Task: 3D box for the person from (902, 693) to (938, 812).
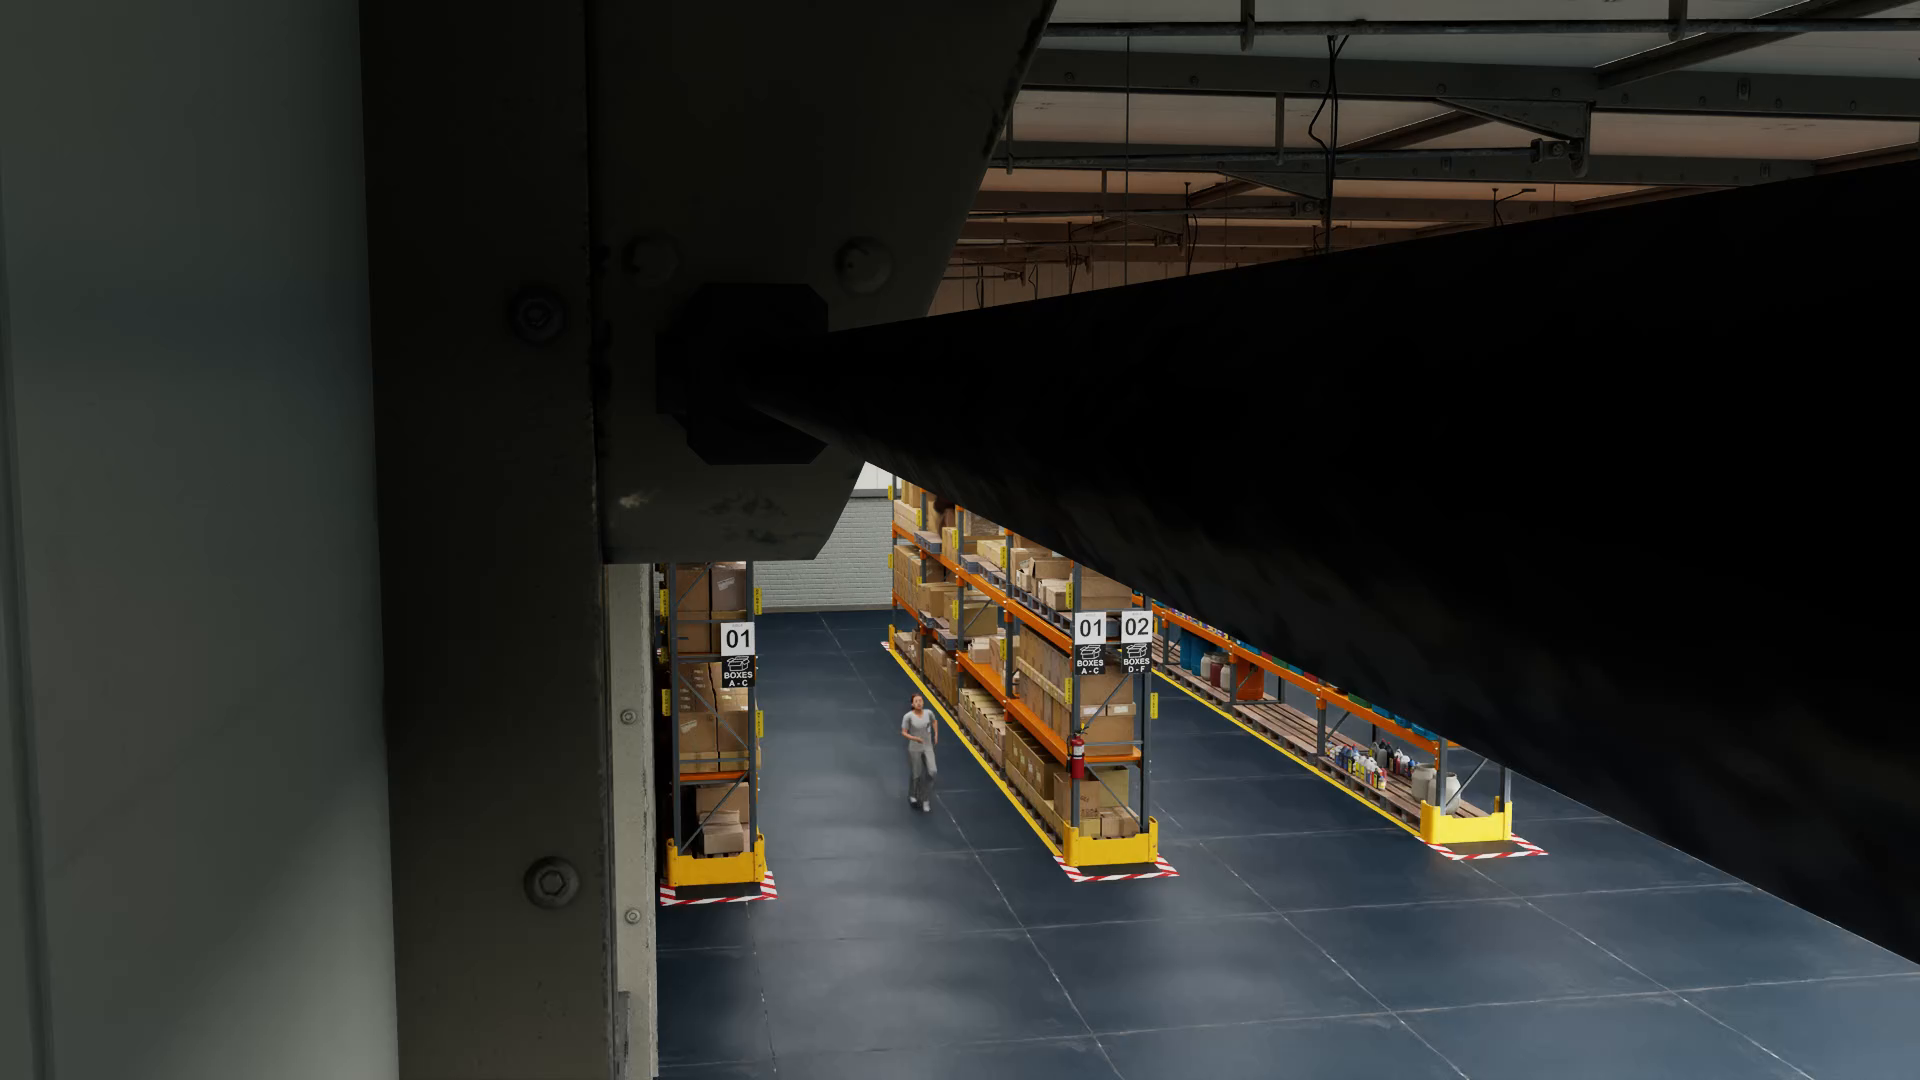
[{"bbox_3d":[-0.552,2.986,23.495,0.571,1.675,0.709,-2,6,-16],"label":"person"}]
